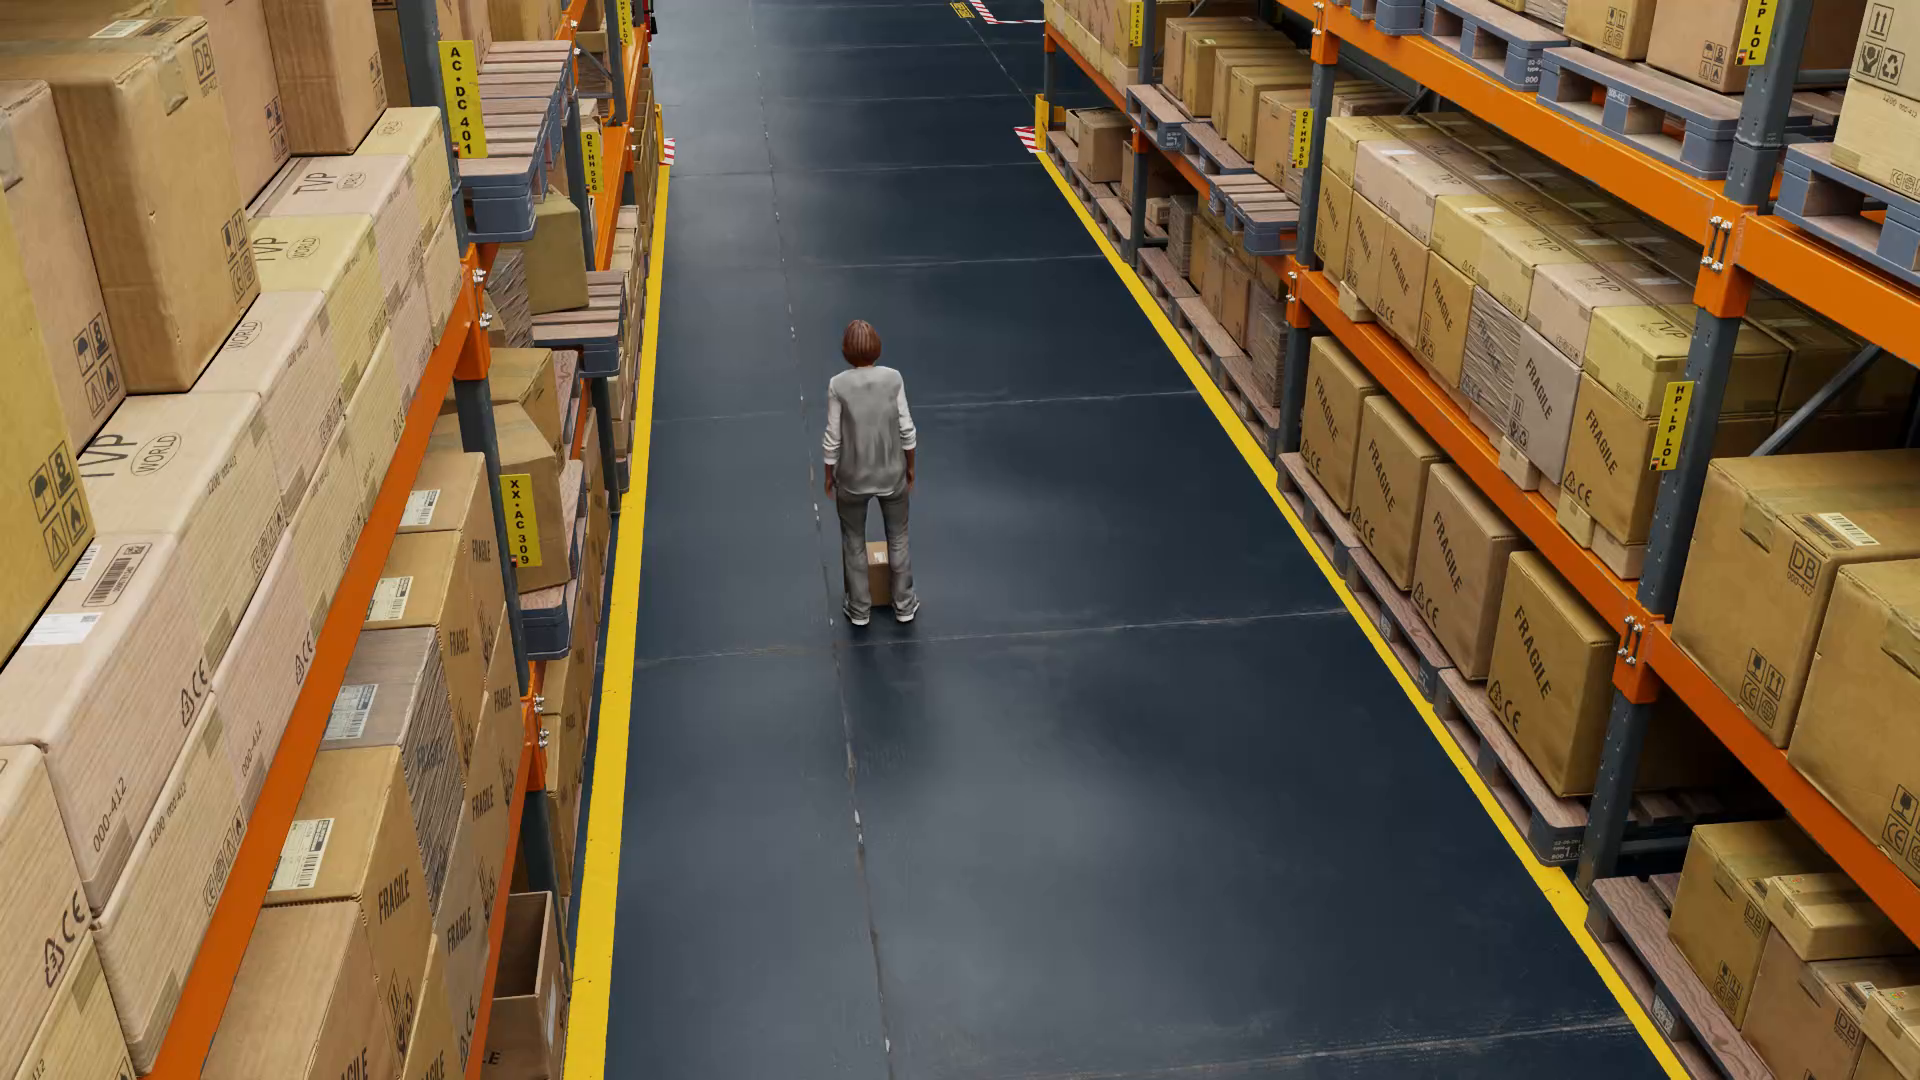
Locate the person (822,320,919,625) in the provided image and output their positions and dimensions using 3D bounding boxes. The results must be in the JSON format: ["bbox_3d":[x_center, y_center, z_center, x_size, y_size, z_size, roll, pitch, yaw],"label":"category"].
[{"bbox_3d":[-0.437,-0.307,8.221,0.483,1.592,0.347,-5,28,-10],"label":"person"}]
